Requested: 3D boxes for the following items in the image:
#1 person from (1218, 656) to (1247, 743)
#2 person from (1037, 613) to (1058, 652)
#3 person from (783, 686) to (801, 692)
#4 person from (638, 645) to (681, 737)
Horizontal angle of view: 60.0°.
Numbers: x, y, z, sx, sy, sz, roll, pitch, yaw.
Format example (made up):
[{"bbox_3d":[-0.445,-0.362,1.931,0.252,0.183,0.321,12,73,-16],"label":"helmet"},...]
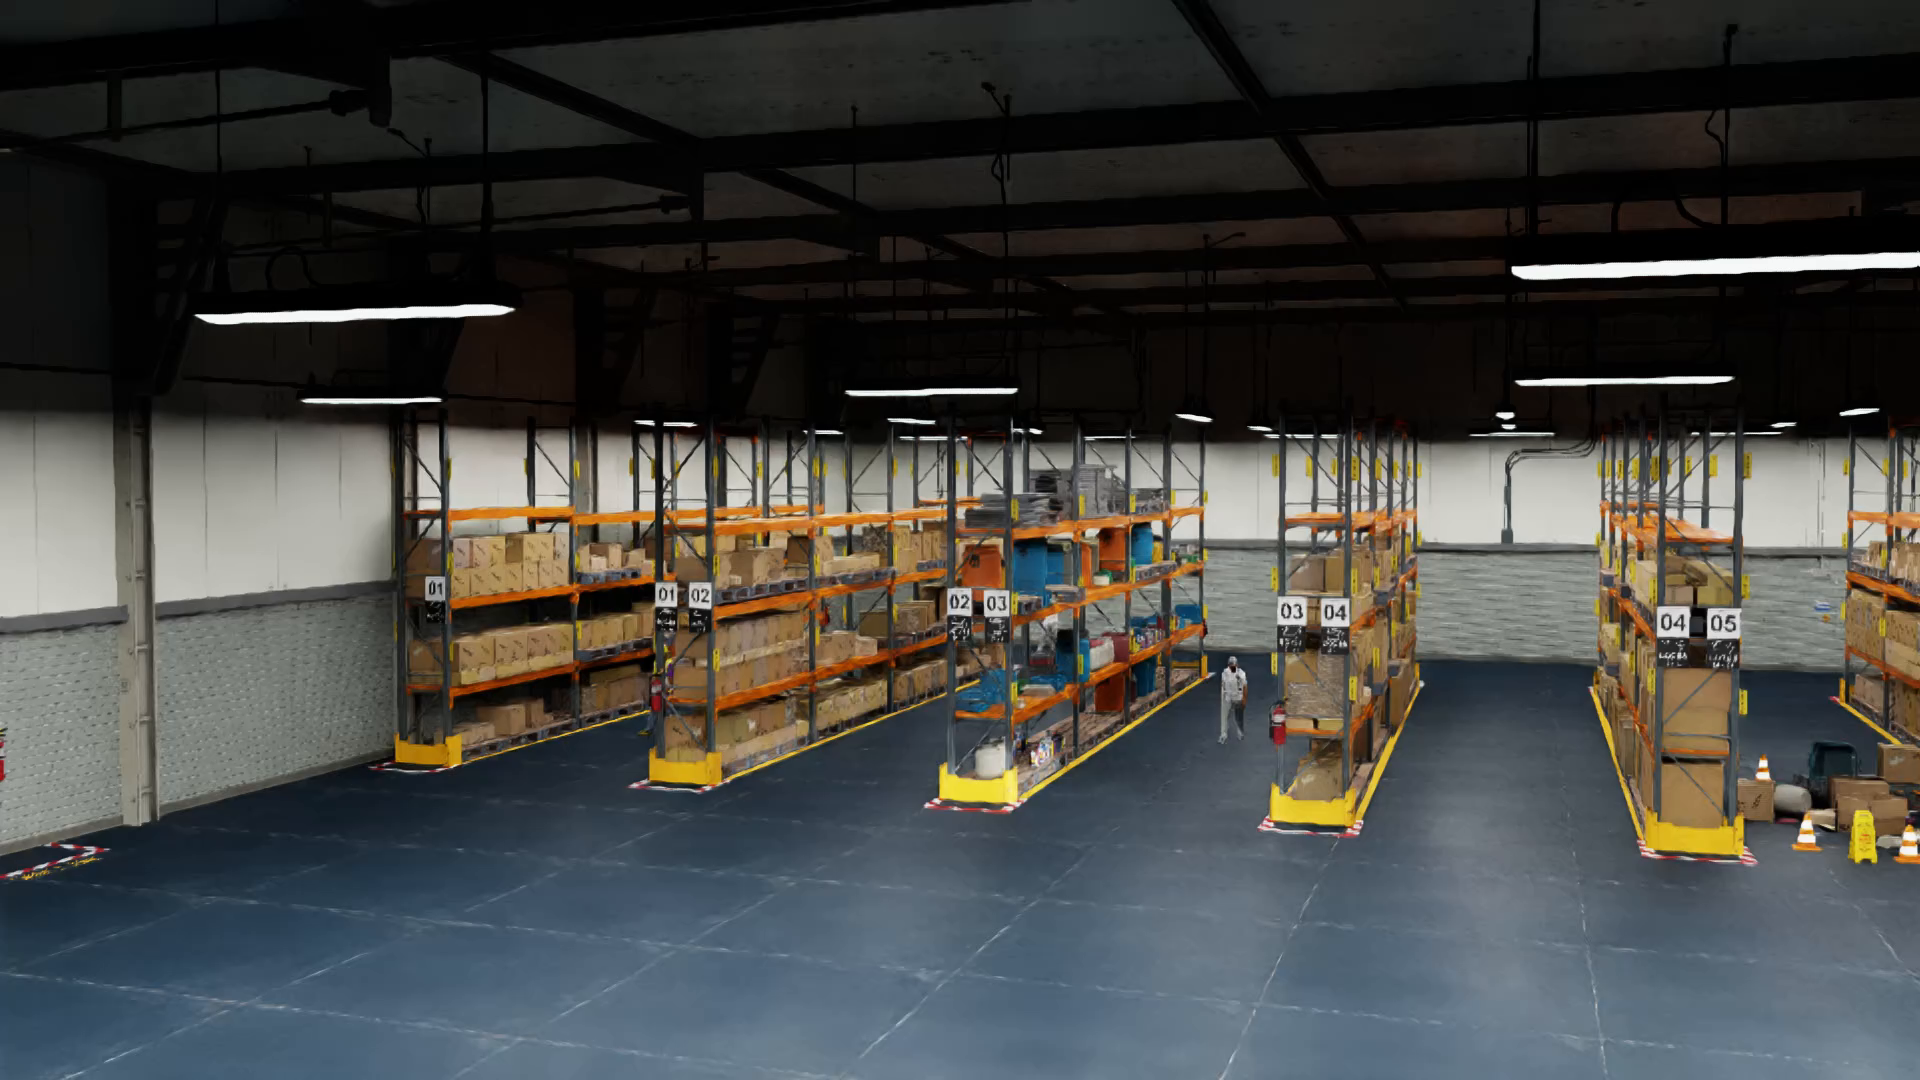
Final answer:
[{"bbox_3d":[5.003,2.894,30.379,0.481,1.583,1.093,1,3,16],"label":"person"},{"bbox_3d":[2.327,2.206,44.545,0.704,1.784,0.477,-2,3,-33],"label":"person"},{"bbox_3d":[-3.776,2.607,37.278,0.420,1.568,0.506,0,2,-5],"label":"person"},{"bbox_3d":[-5.549,2.805,31.107,0.570,1.708,1.041,1,3,27],"label":"person"}]
